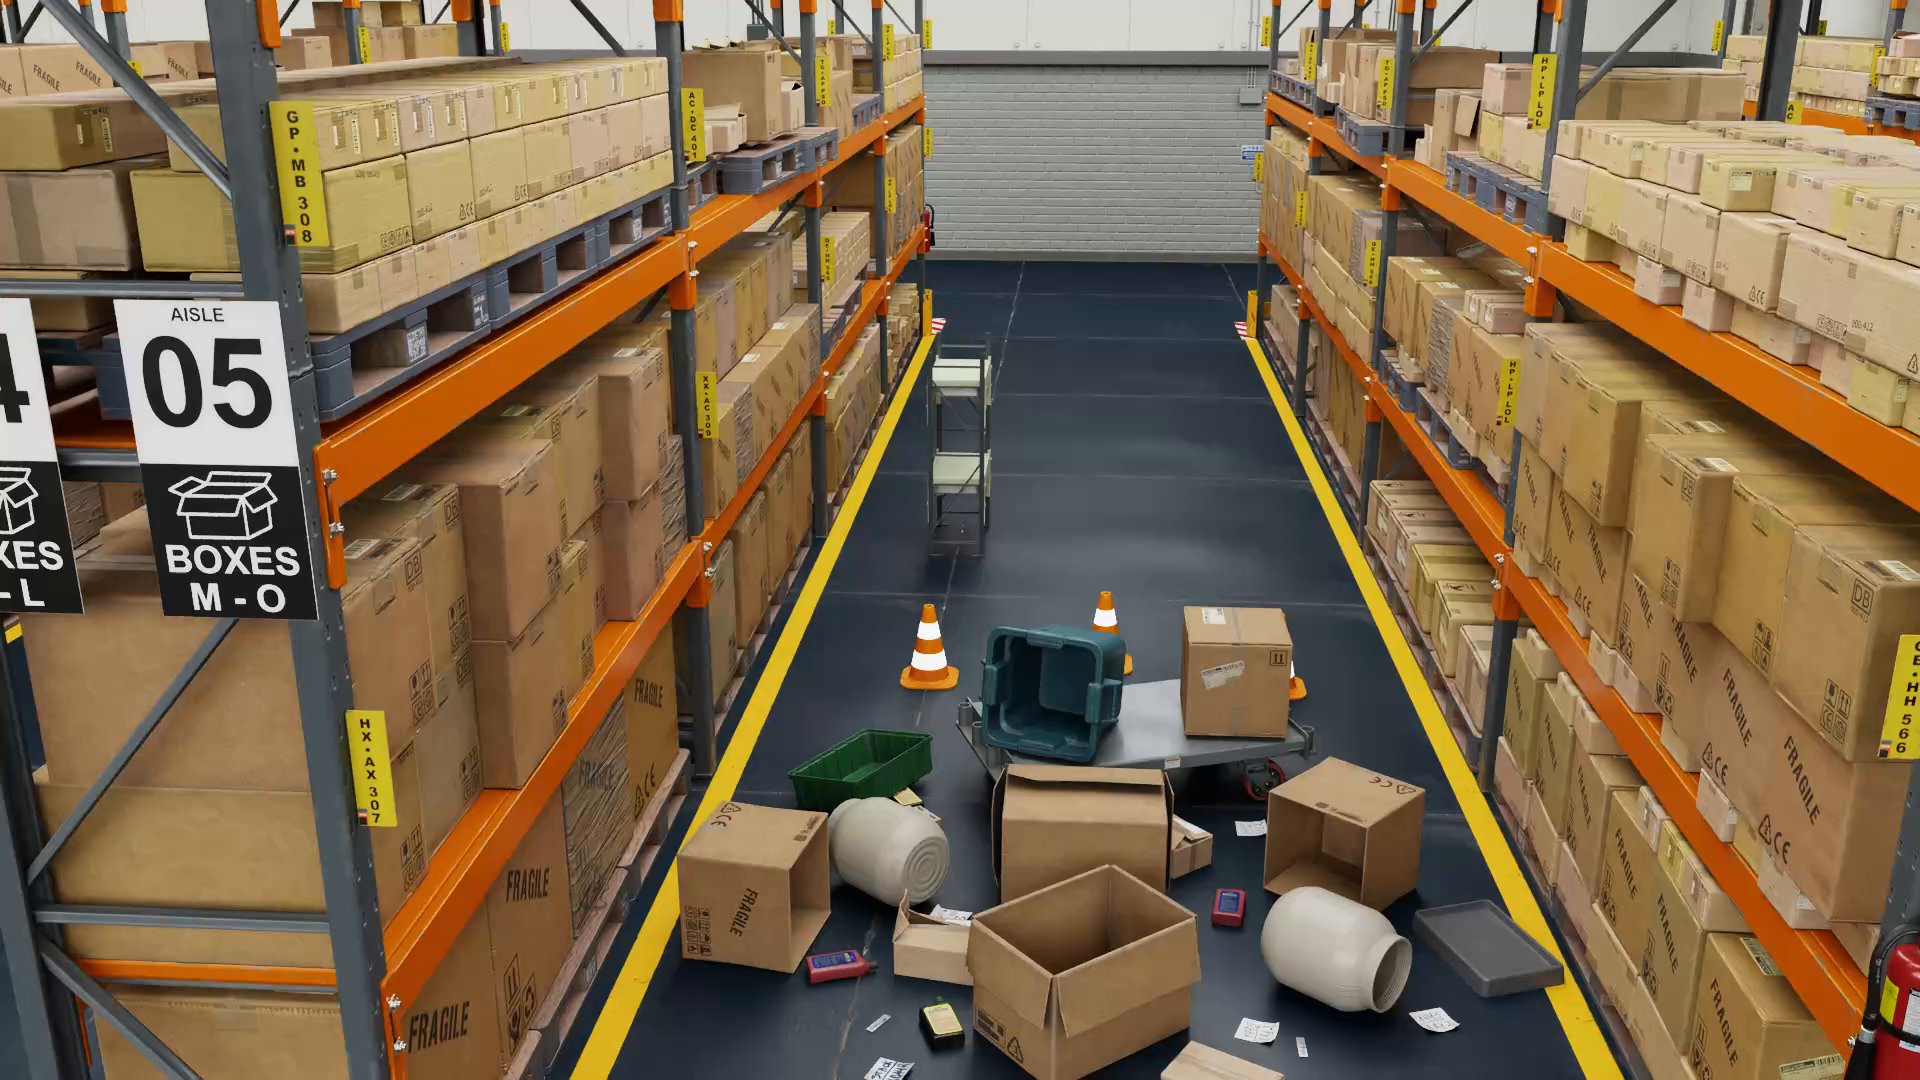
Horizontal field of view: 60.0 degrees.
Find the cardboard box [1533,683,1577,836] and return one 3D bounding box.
[{"bbox_3d":[2.823,0.956,7.224,0.500,0.500,0.500,2,18,6],"label":"cardboard box"}]

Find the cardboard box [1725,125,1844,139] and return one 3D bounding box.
[{"bbox_3d":[3.414,-1.637,6.908,0.380,0.149,0.250,1,18,3],"label":"cardboard box"}]

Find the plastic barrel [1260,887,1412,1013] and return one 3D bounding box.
[{"bbox_3d":[1.513,1.653,6.698,0.512,0.421,0.421,17,25,41],"label":"plastic barrel"}]

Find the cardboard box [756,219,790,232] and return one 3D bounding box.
[{"bbox_3d":[-1.731,-2.786,14.883,0.380,0.149,0.250,1,18,4],"label":"cardboard box"}]

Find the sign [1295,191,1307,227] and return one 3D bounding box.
[{"bbox_3d":[3.181,-3.084,15.499,0.100,0.325,0.005,1,18,4],"label":"sign"}]

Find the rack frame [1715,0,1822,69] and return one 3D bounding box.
[{"bbox_3d":[8.973,-6.606,18.132,1.000,3.000,0.127,1,18,4],"label":"rack frame"}]

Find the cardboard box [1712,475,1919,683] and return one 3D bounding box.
[{"bbox_3d":[2.737,0.120,4.996,0.700,0.500,0.500,1,18,4],"label":"cardboard box"}]

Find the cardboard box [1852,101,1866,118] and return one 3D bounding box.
[{"bbox_3d":[8.417,-3.937,15.208,0.380,0.149,0.250,1,18,4],"label":"cardboard box"}]

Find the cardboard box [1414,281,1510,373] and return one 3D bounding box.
[{"bbox_3d":[3.123,-1.307,10.282,0.500,0.500,0.500,2,18,5],"label":"cardboard box"}]

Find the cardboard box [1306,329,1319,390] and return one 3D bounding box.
[{"bbox_3d":[3.887,-1.797,16.531,0.875,0.438,0.875,1,18,3],"label":"cardboard box"}]

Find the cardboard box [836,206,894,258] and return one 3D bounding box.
[{"bbox_3d":[-0.923,-3.039,16.241,0.500,0.500,0.500,1,18,3],"label":"cardboard box"}]

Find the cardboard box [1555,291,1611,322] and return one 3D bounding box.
[{"bbox_3d":[3.523,-1.313,9.257,0.380,0.149,0.250,2,18,7],"label":"cardboard box"}]

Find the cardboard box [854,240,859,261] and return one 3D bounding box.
[{"bbox_3d":[-1.095,-2.551,14.644,0.380,0.149,0.250,1,18,2],"label":"cardboard box"}]

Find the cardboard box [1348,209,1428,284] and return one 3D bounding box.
[{"bbox_3d":[3.253,-2.229,12.642,0.500,0.500,0.500,2,18,5],"label":"cardboard box"}]

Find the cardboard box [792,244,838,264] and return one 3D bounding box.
[{"bbox_3d":[-1.194,-2.287,13.360,0.380,0.149,0.250,2,18,6],"label":"cardboard box"}]

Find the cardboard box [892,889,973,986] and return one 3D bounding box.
[{"bbox_3d":[-0.069,1.657,6.939,0.396,0.266,0.258,4,19,13],"label":"cardboard box"}]

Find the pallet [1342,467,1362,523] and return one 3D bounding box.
[{"bbox_3d":[3.580,-0.298,12.995,1.003,0.211,1.213,1,18,4],"label":"pallet"}]

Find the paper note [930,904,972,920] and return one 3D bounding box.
[{"bbox_3d":[-0.055,1.660,7.320,0.172,0.023,0.155,8,20,23],"label":"paper note"}]

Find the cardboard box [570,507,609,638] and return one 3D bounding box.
[{"bbox_3d":[-1.970,0.163,6.868,0.875,0.550,0.550,1,18,4],"label":"cardboard box"}]

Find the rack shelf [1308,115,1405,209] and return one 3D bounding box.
[{"bbox_3d":[3.592,-3.085,13.359,1.077,0.370,4.000,1,18,4],"label":"rack shelf"}]

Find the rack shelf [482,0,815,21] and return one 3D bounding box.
[{"bbox_3d":[-1.640,-3.157,9.404,1.077,0.370,4.000,1,18,4],"label":"rack shelf"}]

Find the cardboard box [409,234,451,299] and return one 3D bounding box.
[{"bbox_3d":[-1.689,-0.784,4.750,0.380,0.149,0.250,1,18,4],"label":"cardboard box"}]

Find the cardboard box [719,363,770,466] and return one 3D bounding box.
[{"bbox_3d":[-1.403,-0.734,9.685,0.500,0.500,0.500,1,18,4],"label":"cardboard box"}]

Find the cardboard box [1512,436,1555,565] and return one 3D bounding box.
[{"bbox_3d":[2.852,-0.196,7.567,0.500,0.500,0.500,1,18,4],"label":"cardboard box"}]

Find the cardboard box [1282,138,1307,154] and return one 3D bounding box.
[{"bbox_3d":[3.567,-4.111,17.344,0.380,0.149,0.250,1,18,3],"label":"cardboard box"}]

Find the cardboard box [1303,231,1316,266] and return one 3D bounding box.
[{"bbox_3d":[3.422,-2.659,15.157,0.500,0.250,0.500,1,18,2],"label":"cardboard box"}]

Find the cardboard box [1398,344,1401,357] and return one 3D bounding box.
[{"bbox_3d":[3.186,-1.277,11.231,0.380,0.149,0.250,0,18,1],"label":"cardboard box"}]

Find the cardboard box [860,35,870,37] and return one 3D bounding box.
[{"bbox_3d":[-1.209,-5.551,18.527,0.380,0.149,0.250,2,18,6],"label":"cardboard box"}]

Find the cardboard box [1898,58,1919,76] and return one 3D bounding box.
[{"bbox_3d":[8.279,-4.040,14.209,0.380,0.149,0.250,2,18,5],"label":"cardboard box"}]

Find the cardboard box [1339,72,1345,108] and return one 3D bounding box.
[{"bbox_3d":[3.255,-3.624,13.390,0.396,0.266,0.258,3,18,8],"label":"cardboard box"}]

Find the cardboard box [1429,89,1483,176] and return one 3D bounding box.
[{"bbox_3d":[3.370,-2.559,10.438,0.700,0.500,0.500,1,18,4],"label":"cardboard box"}]

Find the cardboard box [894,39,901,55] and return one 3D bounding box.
[{"bbox_3d":[-0.805,-4.975,16.769,0.380,0.149,0.250,2,18,7],"label":"cardboard box"}]

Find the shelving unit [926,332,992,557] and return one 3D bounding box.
[{"bbox_3d":[0.000,-0.711,12.183,0.431,1.500,0.755,1,18,4],"label":"shelving unit"}]

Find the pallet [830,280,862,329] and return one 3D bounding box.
[{"bbox_3d":[-1.395,-1.984,13.969,1.003,0.211,1.213,1,18,4],"label":"pallet"}]

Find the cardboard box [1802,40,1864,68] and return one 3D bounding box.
[{"bbox_3d":[8.555,-4.723,16.163,0.500,0.250,0.500,2,18,5],"label":"cardboard box"}]

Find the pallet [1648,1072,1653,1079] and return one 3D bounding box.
[{"bbox_3d":[2.974,2.154,5.509,1.003,0.211,1.213,1,18,4],"label":"pallet"}]

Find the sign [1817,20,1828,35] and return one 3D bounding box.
[{"bbox_3d":[9.525,-5.583,18.405,0.100,0.325,0.005,1,18,4],"label":"sign"}]

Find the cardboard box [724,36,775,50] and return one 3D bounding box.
[{"bbox_3d":[-1.655,-3.828,13.080,0.396,0.266,0.258,1,18,4],"label":"cardboard box"}]

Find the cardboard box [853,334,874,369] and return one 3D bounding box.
[{"bbox_3d":[-1.061,-1.673,14.849,0.500,0.250,0.500,2,18,7],"label":"cardboard box"}]

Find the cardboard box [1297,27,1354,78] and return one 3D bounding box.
[{"bbox_3d":[3.728,-4.962,16.937,0.500,0.500,0.500,2,18,5],"label":"cardboard box"}]

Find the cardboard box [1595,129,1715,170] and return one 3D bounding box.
[{"bbox_3d":[2.796,-1.569,6.700,0.380,0.149,0.250,1,18,2],"label":"cardboard box"}]

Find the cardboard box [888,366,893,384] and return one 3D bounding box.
[{"bbox_3d":[-0.863,-1.652,16.553,0.380,0.149,0.250,0,18,2],"label":"cardboard box"}]

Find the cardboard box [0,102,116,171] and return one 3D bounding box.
[{"bbox_3d":[-2.384,-1.019,4.186,0.380,0.149,0.250,1,18,4],"label":"cardboard box"}]

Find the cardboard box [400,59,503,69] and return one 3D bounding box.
[{"bbox_3d":[-2.165,-1.964,7.071,0.380,0.149,0.250,1,18,3],"label":"cardboard box"}]

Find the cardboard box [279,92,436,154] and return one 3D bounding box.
[{"bbox_3d":[-1.691,-1.161,4.618,0.380,0.149,0.250,1,18,3],"label":"cardboard box"}]

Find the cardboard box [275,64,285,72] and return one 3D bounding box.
[{"bbox_3d":[-6.318,-4.088,14.732,0.500,0.311,0.500,1,18,2],"label":"cardboard box"}]

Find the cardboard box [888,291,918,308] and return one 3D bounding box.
[{"bbox_3d":[-0.675,-2.741,18.921,0.380,0.149,0.250,1,18,3],"label":"cardboard box"}]

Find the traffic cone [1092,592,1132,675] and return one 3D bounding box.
[{"bbox_3d":[0.877,0.539,10.036,0.336,0.463,0.334,1,18,4],"label":"traffic cone"}]

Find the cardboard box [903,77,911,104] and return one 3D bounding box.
[{"bbox_3d":[-0.788,-4.673,17.291,0.500,0.250,0.500,2,18,6],"label":"cardboard box"}]

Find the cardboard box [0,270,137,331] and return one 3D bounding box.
[{"bbox_3d":[-2.384,-0.639,4.306,0.380,0.149,0.250,1,18,4],"label":"cardboard box"}]

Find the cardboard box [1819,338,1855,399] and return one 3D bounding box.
[{"bbox_3d":[2.660,-0.479,4.653,0.380,0.149,0.250,2,18,6],"label":"cardboard box"}]

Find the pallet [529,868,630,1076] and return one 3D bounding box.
[{"bbox_3d":[-2.000,1.722,6.828,1.003,0.211,1.213,1,18,4],"label":"pallet"}]

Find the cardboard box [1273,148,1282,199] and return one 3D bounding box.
[{"bbox_3d":[3.644,-3.924,17.816,0.500,0.500,0.500,1,18,3],"label":"cardboard box"}]

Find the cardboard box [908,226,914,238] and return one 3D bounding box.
[{"bbox_3d":[-0.717,-3.483,18.638,0.380,0.149,0.250,2,18,5],"label":"cardboard box"}]

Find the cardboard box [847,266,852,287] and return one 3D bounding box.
[{"bbox_3d":[-1.131,-2.249,14.200,0.380,0.149,0.250,2,18,6],"label":"cardboard box"}]

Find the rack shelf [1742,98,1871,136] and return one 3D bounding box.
[{"bbox_3d":[8.830,-4.218,16.816,1.077,0.370,4.000,1,18,4],"label":"rack shelf"}]

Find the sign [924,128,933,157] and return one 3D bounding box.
[{"bbox_3d":[-0.371,-4.626,19.356,0.100,0.325,0.005,1,18,4],"label":"sign"}]

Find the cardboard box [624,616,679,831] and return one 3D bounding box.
[{"bbox_3d":[-1.898,0.787,7.942,0.875,0.875,0.875,2,18,5],"label":"cardboard box"}]

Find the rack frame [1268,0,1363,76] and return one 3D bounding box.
[{"bbox_3d":[4.022,-6.716,18.467,1.000,3.000,0.127,1,18,4],"label":"rack frame"}]
